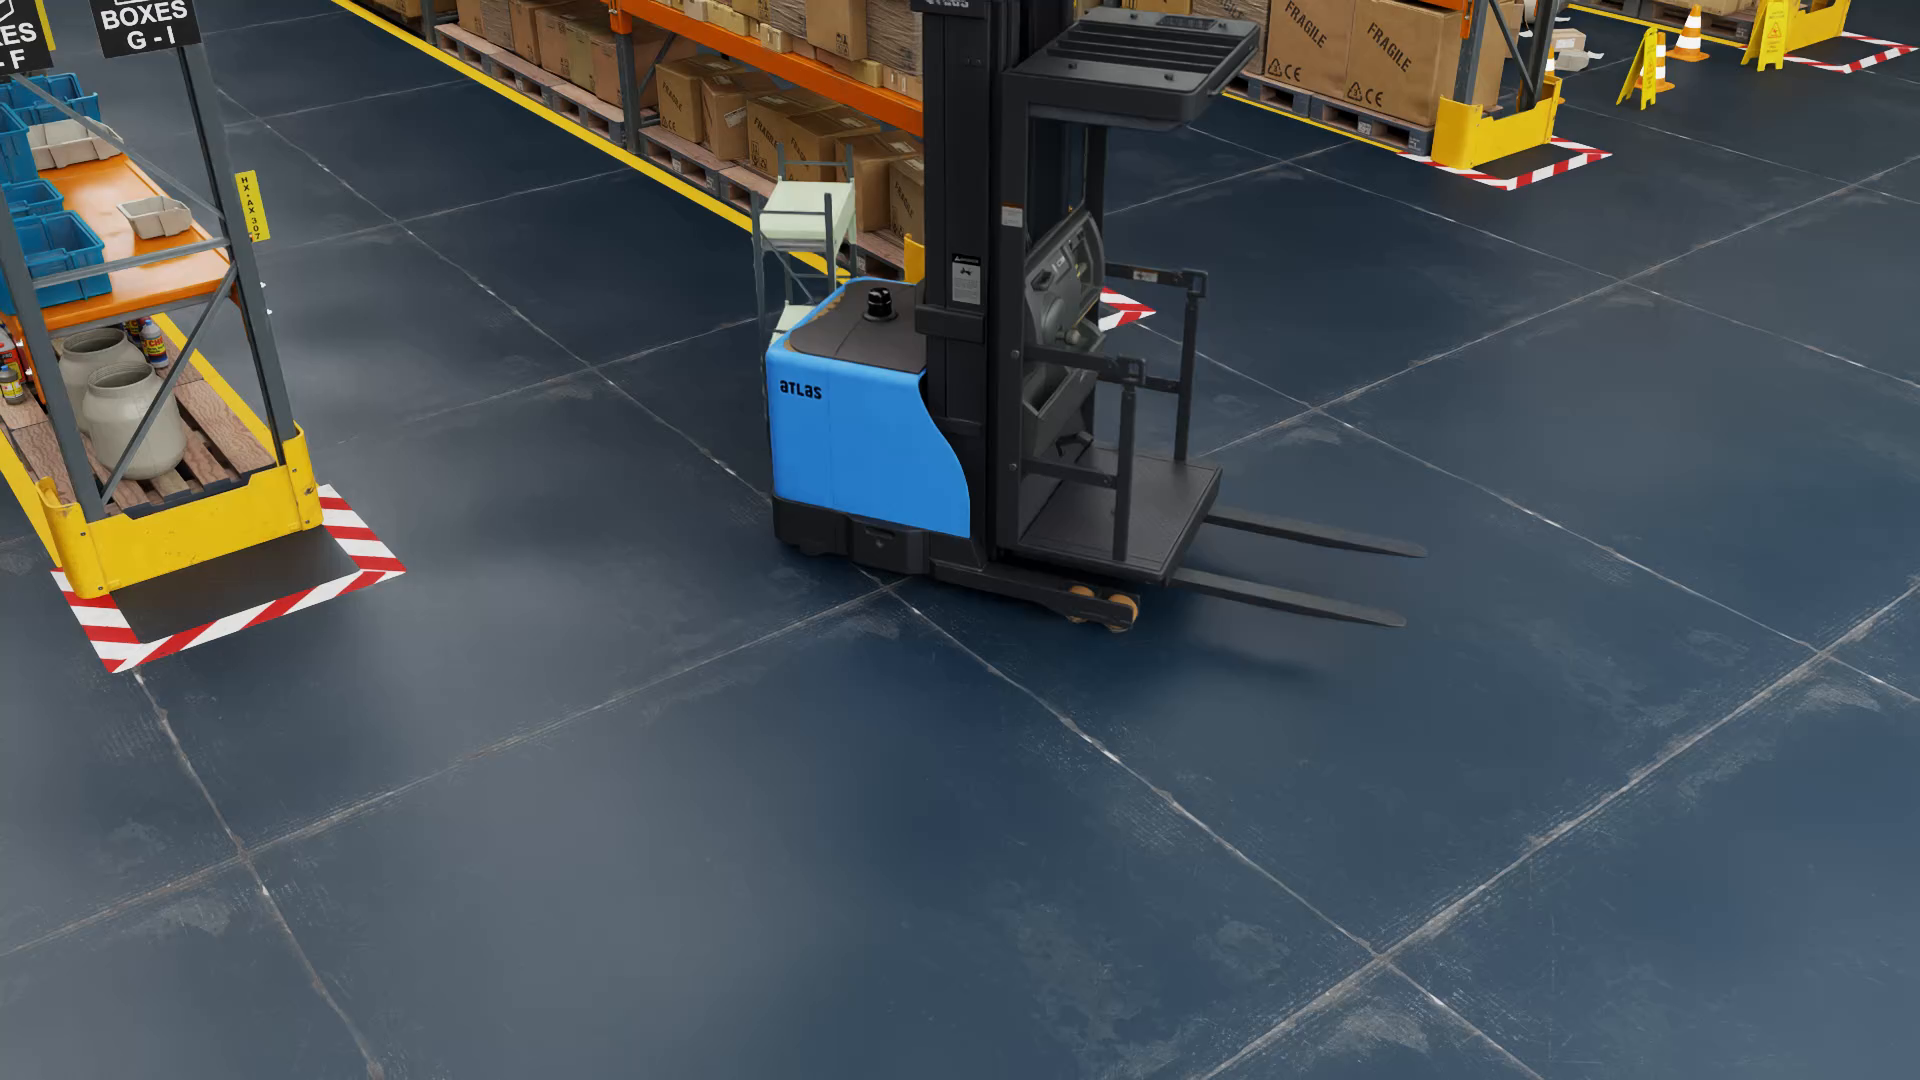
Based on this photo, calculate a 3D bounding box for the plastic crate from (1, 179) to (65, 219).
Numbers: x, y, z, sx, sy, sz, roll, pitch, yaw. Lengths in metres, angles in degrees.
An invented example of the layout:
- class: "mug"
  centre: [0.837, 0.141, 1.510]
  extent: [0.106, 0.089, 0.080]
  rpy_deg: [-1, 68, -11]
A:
- class: "plastic crate"
  centre: [-4.610, -1.548, 8.040]
  extent: [0.499, 0.251, 0.408]
  rpy_deg: [-22, 38, -31]

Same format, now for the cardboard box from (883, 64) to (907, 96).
- class: "cardboard box"
  centre: [-0.252, -2.879, 10.281]
  extent: [0.380, 0.149, 0.250]
  rpy_deg: [-22, 38, -31]

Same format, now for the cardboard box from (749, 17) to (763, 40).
- class: "cardboard box"
  centre: [-1.200, -3.493, 11.268]
  extent: [0.380, 0.149, 0.250]
  rpy_deg: [-22, 38, -31]

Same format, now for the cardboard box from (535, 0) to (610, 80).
- class: "cardboard box"
  centre: [-3.194, -4.322, 14.318]
  extent: [0.700, 0.500, 0.500]
  rpy_deg: [-26, 40, -35]

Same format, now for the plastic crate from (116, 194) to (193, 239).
- class: "plastic crate"
  centre: [-3.968, -1.592, 8.220]
  extent: [0.298, 0.136, 0.250]
  rpy_deg: [-22, 38, -31]

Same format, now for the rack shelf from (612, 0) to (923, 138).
- class: "rack shelf"
  centre: [-0.987, -3.357, 11.494]
  extent: [1.077, 0.370, 4.000]
  rpy_deg: [-22, 38, -31]

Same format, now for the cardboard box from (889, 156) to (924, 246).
- class: "cardboard box"
  centre: [-0.131, -2.212, 10.939]
  extent: [0.500, 0.500, 0.500]
  rpy_deg: [-15, 35, -23]

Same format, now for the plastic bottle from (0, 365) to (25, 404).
- class: "plastic bottle"
  centre: [-5.146, -0.849, 9.009]
  extent: [0.097, 0.201, 0.097]
  rpy_deg: [0, 32, 0]

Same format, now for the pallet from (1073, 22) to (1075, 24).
- class: "pallet"
  centre: [1.233, -5.172, 16.377]
  extent: [1.003, 0.211, 1.213]
  rpy_deg: [-22, 38, -31]

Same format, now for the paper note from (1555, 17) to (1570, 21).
- class: "paper note"
  centre: [5.999, -5.204, 16.599]
  extent: [0.148, 0.019, 0.142]
  rpy_deg: [18, 36, 27]

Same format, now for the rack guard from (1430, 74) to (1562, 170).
- class: "rack guard"
  centre: [4.234, -3.320, 13.122]
  extent: [1.175, 0.500, 0.348]
  rpy_deg: [-22, 38, -31]

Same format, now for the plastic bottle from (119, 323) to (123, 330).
- class: "plastic bottle"
  centre: [-4.935, -1.380, 9.798]
  extent: [0.097, 0.271, 0.097]
  rpy_deg: [0, 32, 0]

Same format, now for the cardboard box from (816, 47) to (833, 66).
- class: "cardboard box"
  centre: [-0.707, -3.193, 10.787]
  extent: [0.380, 0.149, 0.250]
  rpy_deg: [-22, 38, -31]

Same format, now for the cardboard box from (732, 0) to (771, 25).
- class: "cardboard box"
  centre: [-1.048, -3.840, 11.214]
  extent: [0.875, 0.500, 0.500]
  rpy_deg: [-22, 38, -31]

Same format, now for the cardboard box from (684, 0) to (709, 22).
- class: "cardboard box"
  centre: [-1.720, -3.781, 11.732]
  extent: [0.380, 0.149, 0.250]
  rpy_deg: [-22, 38, -31]

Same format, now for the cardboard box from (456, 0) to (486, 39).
- class: "cardboard box"
  centre: [-4.240, -5.016, 15.435]
  extent: [0.700, 0.500, 0.500]
  rpy_deg: [-25, 39, -34]

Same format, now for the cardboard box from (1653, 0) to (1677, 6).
- class: "cardboard box"
  centre: [7.048, -5.514, 16.494]
  extent: [0.500, 0.250, 0.500]
  rpy_deg: [-22, 38, -31]

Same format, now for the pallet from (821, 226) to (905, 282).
- class: "pallet"
  centre: [-0.278, -2.027, 11.313]
  extent: [1.003, 0.211, 1.213]
  rpy_deg: [-22, 38, -31]

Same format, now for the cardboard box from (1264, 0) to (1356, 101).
- class: "cardboard box"
  centre: [3.210, -4.295, 13.938]
  extent: [0.875, 0.875, 0.875]
  rpy_deg: [-23, 39, -32]

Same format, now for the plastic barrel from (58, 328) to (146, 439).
- class: "plastic barrel"
  centre: [-4.445, -0.807, 8.666]
  extent: [0.421, 0.512, 0.421]
  rpy_deg: [0, 32, 0]

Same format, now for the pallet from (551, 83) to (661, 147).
- class: "pallet"
  centre: [-2.692, -3.636, 13.904]
  extent: [1.003, 0.211, 1.213]
  rpy_deg: [-22, 38, -31]

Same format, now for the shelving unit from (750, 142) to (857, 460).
- class: "shelving unit"
  centre: [-0.798, -1.258, 8.854]
  extent: [0.431, 1.500, 0.755]
  rpy_deg: [3, 32, 4]

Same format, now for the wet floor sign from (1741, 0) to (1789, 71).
- class: "wet floor sign"
  centre: [7.338, -4.610, 15.061]
  extent: [0.267, 0.644, 0.232]
  rpy_deg: [-10, 33, -15]

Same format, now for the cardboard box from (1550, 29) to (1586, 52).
- class: "cardboard box"
  centre: [5.668, -4.717, 15.704]
  extent: [0.380, 0.149, 0.250]
  rpy_deg: [-4, 32, -7]

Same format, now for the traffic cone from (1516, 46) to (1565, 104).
- class: "traffic cone"
  centre: [5.015, -3.995, 14.244]
  extent: [0.336, 0.463, 0.334]
  rpy_deg: [-22, 38, -31]

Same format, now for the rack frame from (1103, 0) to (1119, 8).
- class: "rack frame"
  centre: [1.766, -6.059, 15.163]
  extent: [1.000, 3.000, 0.127]
  rpy_deg: [-22, 38, -31]

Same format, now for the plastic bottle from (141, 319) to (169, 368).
- class: "plastic bottle"
  centre: [-4.539, -1.111, 9.365]
  extent: [0.097, 0.271, 0.097]
  rpy_deg: [0, 32, 0]

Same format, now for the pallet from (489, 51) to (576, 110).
- class: "pallet"
  centre: [-3.445, -4.145, 14.723]
  extent: [1.003, 0.211, 1.213]
  rpy_deg: [-22, 38, -31]

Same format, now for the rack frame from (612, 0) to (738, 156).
- class: "rack frame"
  centre: [-2.214, -4.496, 12.647]
  extent: [1.000, 3.000, 0.127]
  rpy_deg: [-22, 38, -31]

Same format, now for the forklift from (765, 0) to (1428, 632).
- class: "forklift"
  centre: [0.654, -1.146, 7.318]
  extent: [3.031, 2.935, 1.130]
  rpy_deg: [12, 34, 19]

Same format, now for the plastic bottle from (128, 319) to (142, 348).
- class: "plastic bottle"
  centre: [-4.749, -1.254, 9.595]
  extent: [0.097, 0.271, 0.097]
  rpy_deg: [0, 32, 0]

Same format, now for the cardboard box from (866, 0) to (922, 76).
- class: "cardboard box"
  centre: [-0.077, -3.236, 10.241]
  extent: [0.875, 0.500, 0.500]
  rpy_deg: [-22, 38, -31]

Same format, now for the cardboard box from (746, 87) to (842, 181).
- class: "cardboard box"
  centre: [-1.200, -2.964, 12.150]
  extent: [0.500, 0.500, 0.500]
  rpy_deg: [-26, 40, -35]

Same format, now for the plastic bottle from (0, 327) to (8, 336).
- class: "plastic bottle"
  centre: [-5.364, -1.052, 9.266]
  extent: [0.152, 0.276, 0.135]
  rpy_deg: [-23, 39, -33]

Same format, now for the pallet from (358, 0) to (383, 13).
- class: "pallet"
  centre: [-5.835, -5.840, 17.453]
  extent: [1.003, 0.211, 1.213]
  rpy_deg: [-22, 38, -31]

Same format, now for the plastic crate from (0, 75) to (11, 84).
- class: "plastic crate"
  centre: [-5.906, -2.608, 9.665]
  extent: [0.767, 0.338, 0.504]
  rpy_deg: [-22, 38, -31]

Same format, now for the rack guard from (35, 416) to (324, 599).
- class: "rack guard"
  centre: [-3.757, -0.182, 8.068]
  extent: [1.175, 0.500, 0.348]
  rpy_deg: [-22, 38, -31]

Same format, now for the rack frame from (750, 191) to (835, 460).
- class: "rack frame"
  centre: [-0.830, -1.066, 8.544]
  extent: [0.400, 1.500, 0.023]
  rpy_deg: [3, 32, 4]

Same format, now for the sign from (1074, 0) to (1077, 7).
- class: "sign"
  centre: [0.668, -3.373, 10.017]
  extent: [0.100, 0.325, 0.005]
  rpy_deg: [-22, 38, -31]
